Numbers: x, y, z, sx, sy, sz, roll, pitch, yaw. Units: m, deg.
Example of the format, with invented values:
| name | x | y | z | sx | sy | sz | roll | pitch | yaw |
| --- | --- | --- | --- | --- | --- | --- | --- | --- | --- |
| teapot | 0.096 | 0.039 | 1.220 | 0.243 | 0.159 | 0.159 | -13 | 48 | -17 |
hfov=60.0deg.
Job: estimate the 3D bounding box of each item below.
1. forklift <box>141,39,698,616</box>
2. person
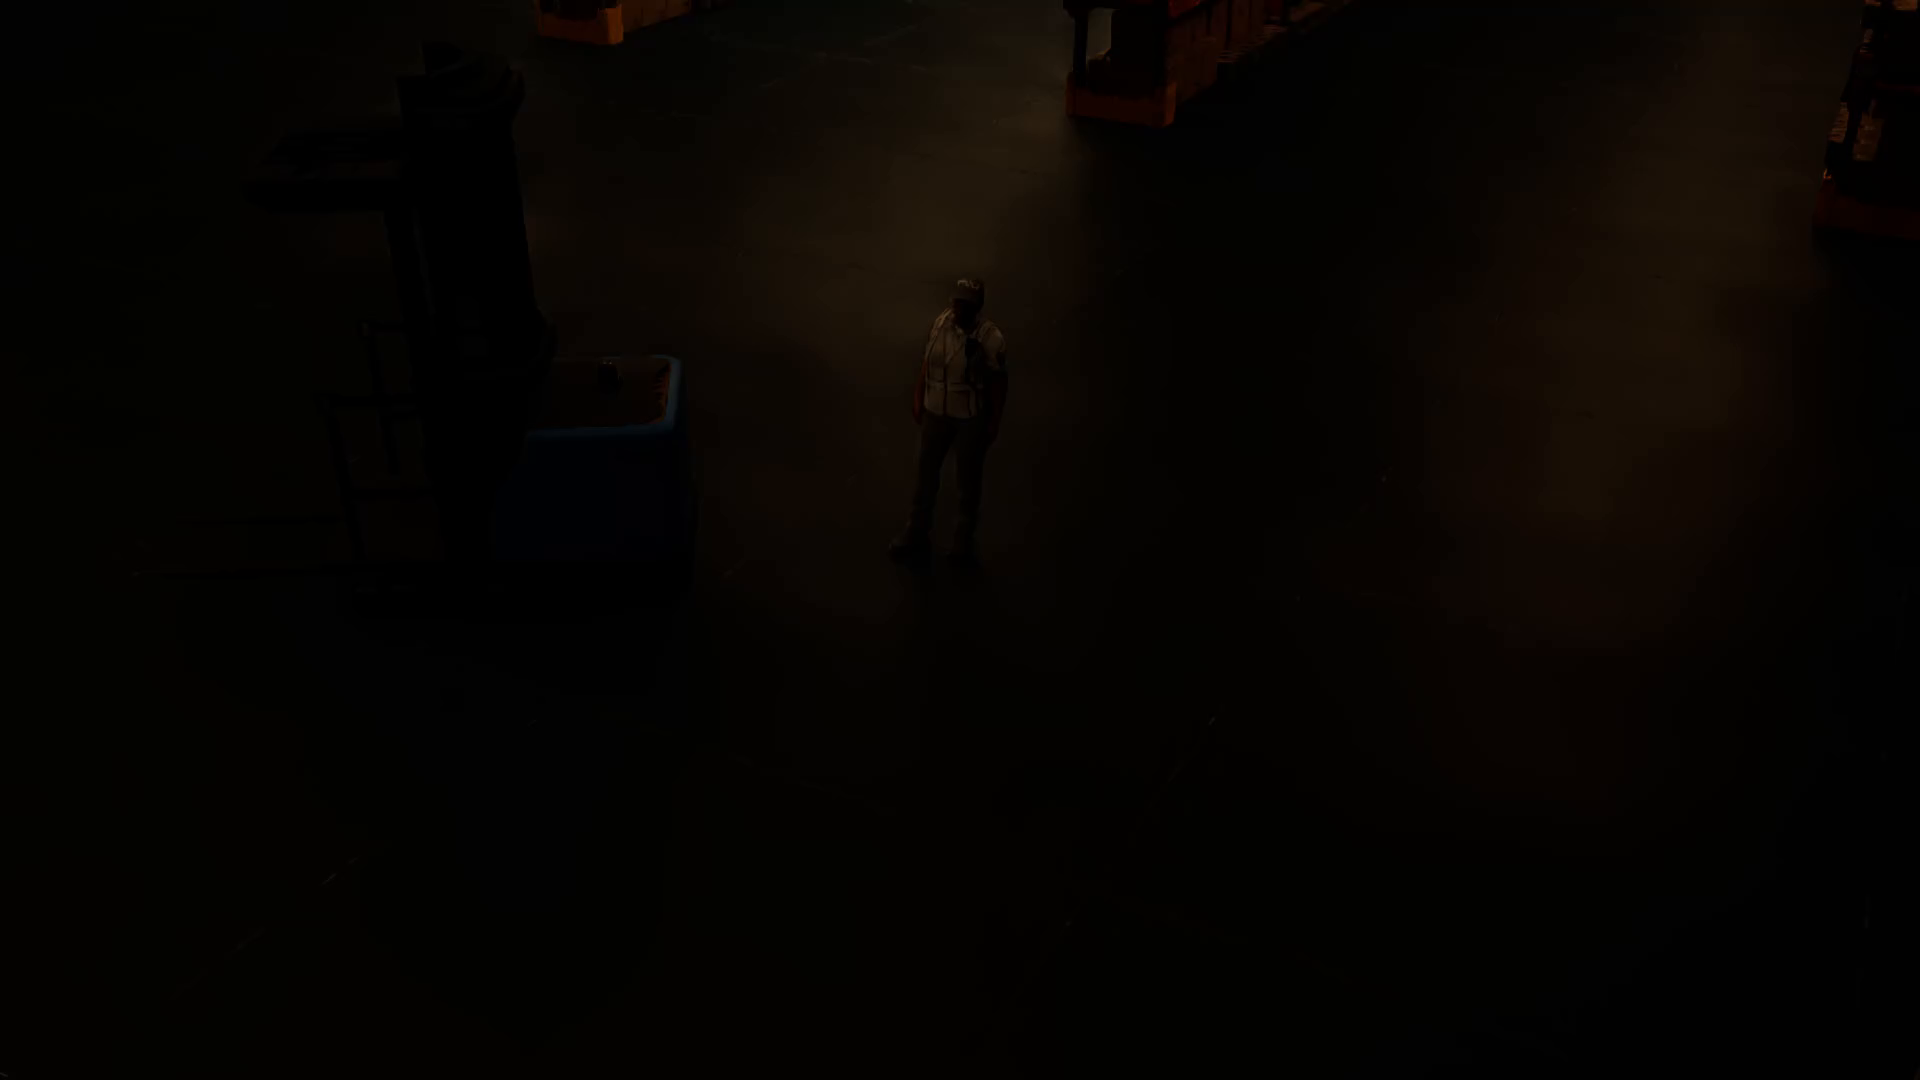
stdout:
| name | x | y | z | sx | sy | sz | roll | pitch | yaw |
| --- | --- | --- | --- | --- | --- | --- | --- | --- | --- |
| forklift | -3.074 | -1.123 | 9.017 | 3.031 | 2.935 | 1.130 | -3 | 30 | -5 |
| person | -0.057 | -0.688 | 9.541 | 0.598 | 1.642 | 0.529 | 15 | 33 | 25 |
